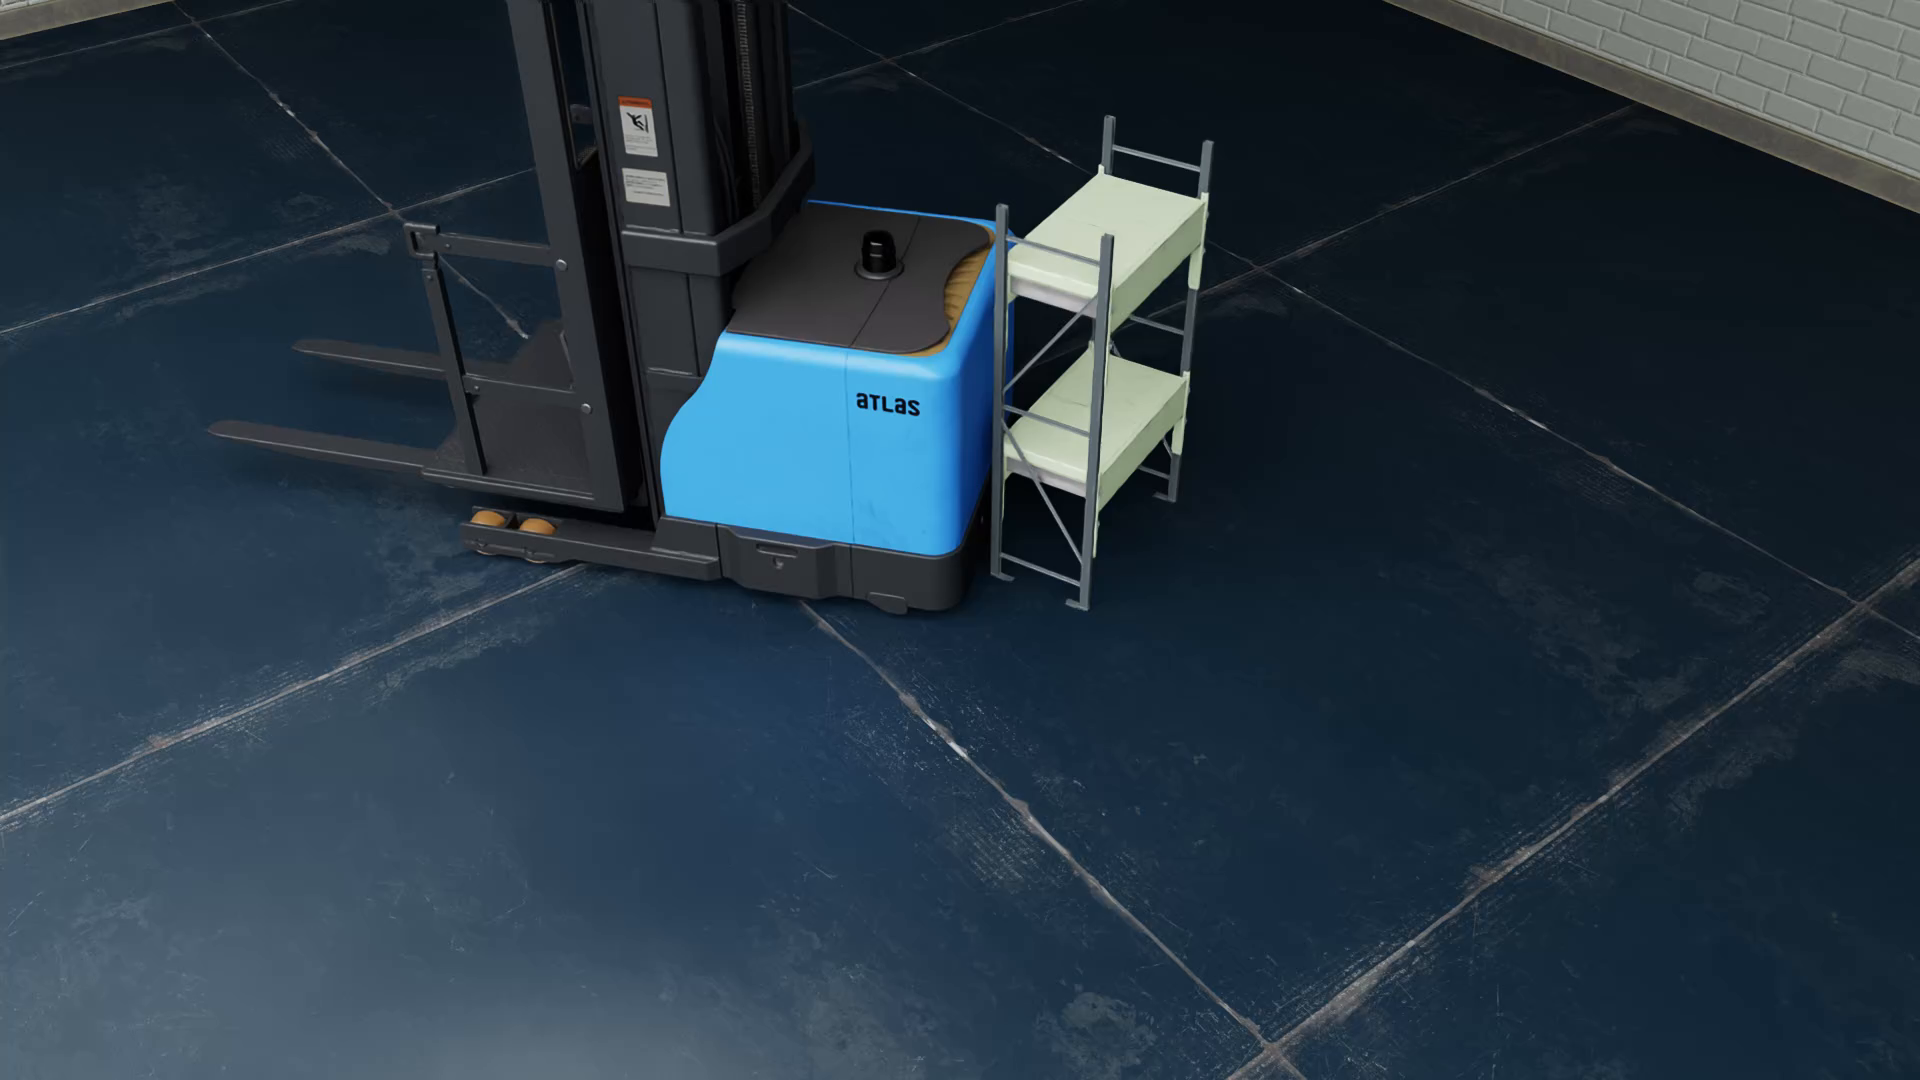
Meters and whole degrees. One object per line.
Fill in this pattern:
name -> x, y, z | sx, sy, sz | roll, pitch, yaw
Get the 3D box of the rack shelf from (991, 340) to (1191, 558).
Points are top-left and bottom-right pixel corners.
rack shelf -> 0.476, -0.342, 5.998 | 0.431, 0.370, 0.720 | 21, 44, 23

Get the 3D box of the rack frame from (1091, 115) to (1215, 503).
rack frame -> 0.665, -0.793, 6.034 | 0.400, 1.500, 0.023 | 21, 44, 23

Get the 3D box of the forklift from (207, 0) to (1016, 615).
forklift -> -1.358, -1.363, 5.600 | 3.031, 2.935, 1.130 | 9, 40, 10

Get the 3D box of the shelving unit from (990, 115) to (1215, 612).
shelving unit -> 0.476, -0.594, 5.791 | 0.431, 1.500, 0.755 | 21, 44, 23

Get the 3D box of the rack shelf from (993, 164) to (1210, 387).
rack shelf -> 0.476, -0.895, 5.544 | 0.431, 0.370, 0.720 | 21, 44, 23

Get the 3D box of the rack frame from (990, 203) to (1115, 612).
rack frame -> 0.288, -0.394, 5.548 | 0.400, 1.500, 0.023 | 21, 44, 23
